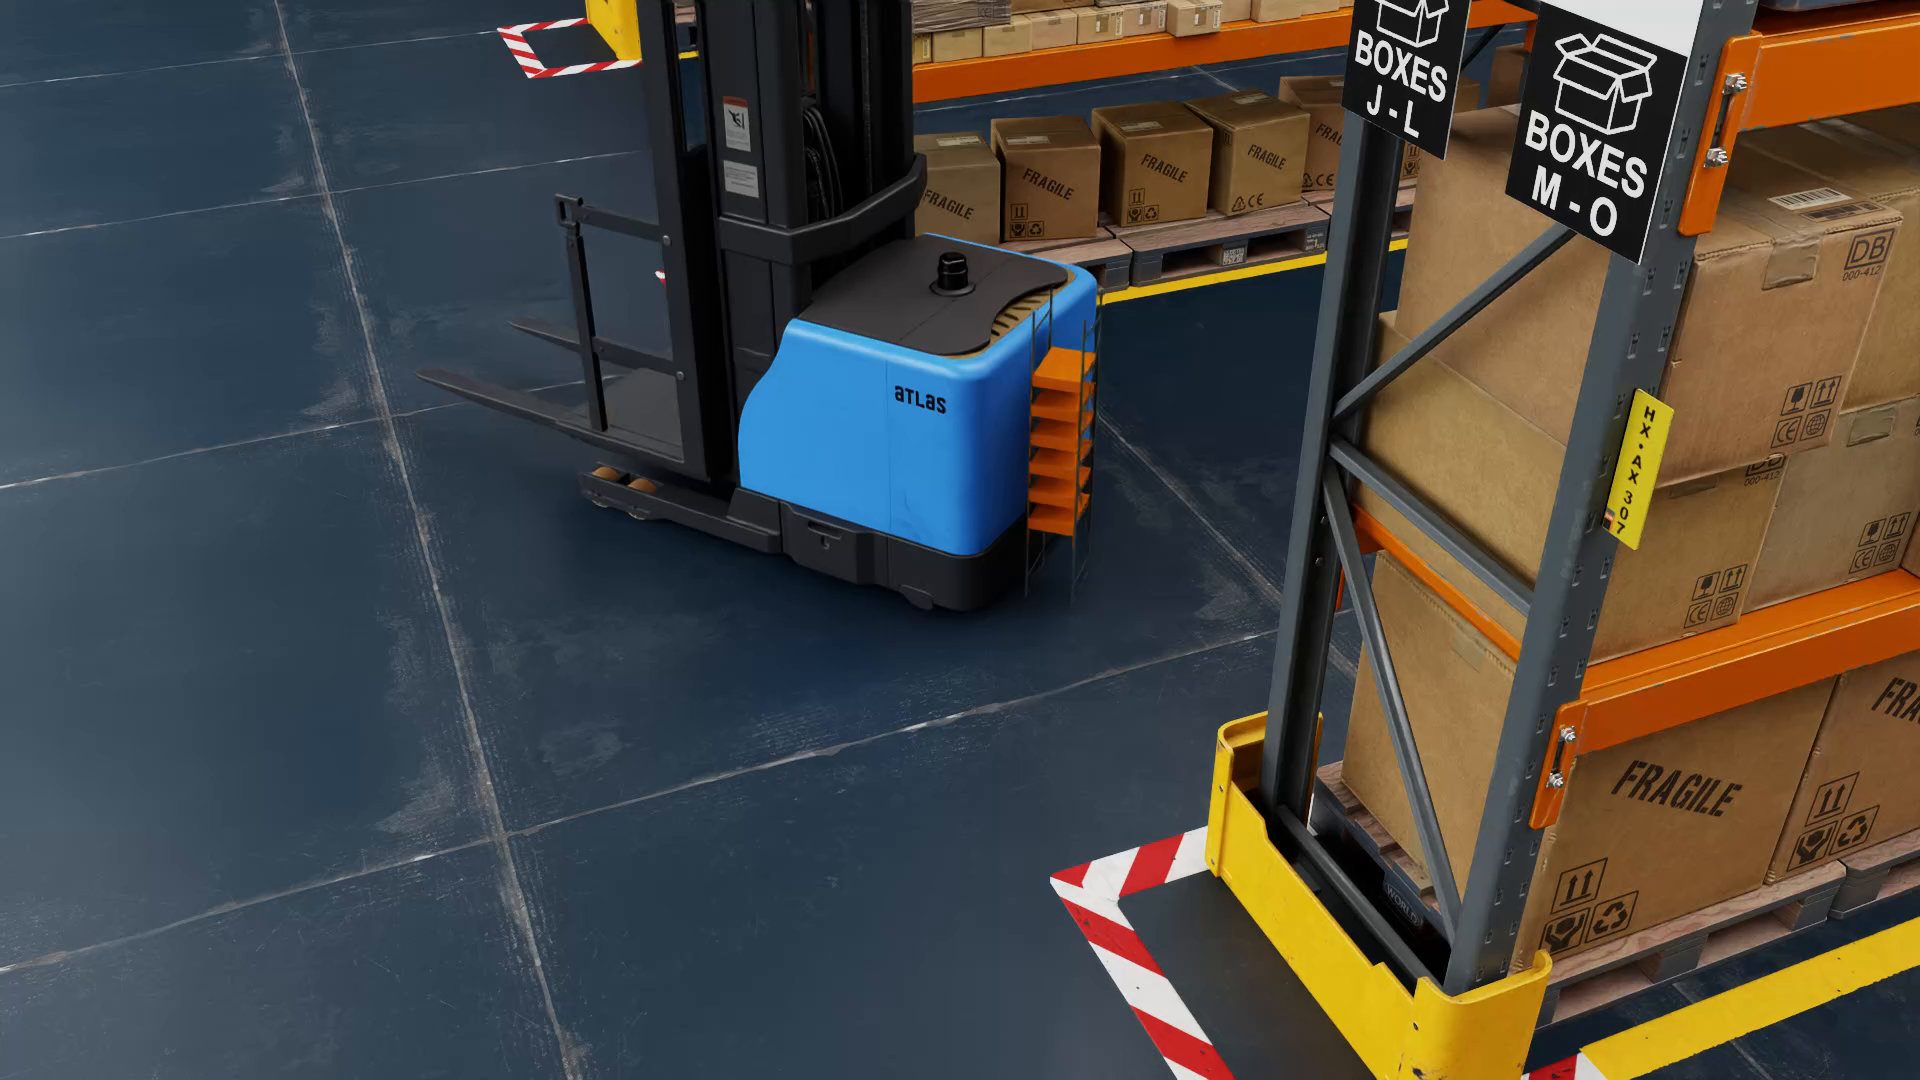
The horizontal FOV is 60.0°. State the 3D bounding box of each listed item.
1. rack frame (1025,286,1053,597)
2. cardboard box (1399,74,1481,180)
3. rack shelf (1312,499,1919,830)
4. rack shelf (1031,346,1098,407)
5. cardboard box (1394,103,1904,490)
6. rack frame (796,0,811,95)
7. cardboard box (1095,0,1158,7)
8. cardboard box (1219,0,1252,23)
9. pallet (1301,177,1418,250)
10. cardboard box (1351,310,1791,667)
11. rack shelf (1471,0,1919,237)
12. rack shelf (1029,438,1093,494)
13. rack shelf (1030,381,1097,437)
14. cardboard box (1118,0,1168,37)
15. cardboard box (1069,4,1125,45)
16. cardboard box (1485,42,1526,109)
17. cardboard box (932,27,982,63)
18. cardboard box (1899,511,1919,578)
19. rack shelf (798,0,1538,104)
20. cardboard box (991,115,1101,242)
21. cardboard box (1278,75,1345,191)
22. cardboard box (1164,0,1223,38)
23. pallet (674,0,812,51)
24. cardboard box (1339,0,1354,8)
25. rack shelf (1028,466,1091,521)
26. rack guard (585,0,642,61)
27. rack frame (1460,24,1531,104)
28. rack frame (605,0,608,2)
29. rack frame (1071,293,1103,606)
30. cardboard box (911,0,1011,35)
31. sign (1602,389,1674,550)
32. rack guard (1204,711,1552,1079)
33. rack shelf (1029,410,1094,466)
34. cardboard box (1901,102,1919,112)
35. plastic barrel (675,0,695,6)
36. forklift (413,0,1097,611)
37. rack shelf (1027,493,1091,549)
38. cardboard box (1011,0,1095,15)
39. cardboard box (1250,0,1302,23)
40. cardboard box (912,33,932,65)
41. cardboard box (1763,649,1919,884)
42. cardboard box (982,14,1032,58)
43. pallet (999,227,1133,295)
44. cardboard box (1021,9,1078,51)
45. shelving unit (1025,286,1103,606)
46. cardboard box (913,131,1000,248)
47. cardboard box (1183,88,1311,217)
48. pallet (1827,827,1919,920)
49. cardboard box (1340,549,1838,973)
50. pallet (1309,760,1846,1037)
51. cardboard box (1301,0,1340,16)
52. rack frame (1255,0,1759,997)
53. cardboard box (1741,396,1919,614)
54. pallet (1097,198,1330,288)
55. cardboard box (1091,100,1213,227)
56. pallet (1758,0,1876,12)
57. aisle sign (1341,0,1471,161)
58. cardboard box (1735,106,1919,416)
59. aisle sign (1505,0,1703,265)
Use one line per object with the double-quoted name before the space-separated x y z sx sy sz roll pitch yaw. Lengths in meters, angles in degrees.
"rack frame" 0.292 -0.345 6.180 0.006 1.200 0.240 11 35 16
"cardboard box" 2.630 -2.448 9.669 0.500 0.500 0.500 -14 36 -20
"rack shelf" 2.997 -0.145 4.882 4.000 0.370 1.077 -13 35 -19
"rack shelf" 0.379 -0.593 5.982 0.180 0.103 0.258 11 35 16
"cardboard box" 1.511 -0.598 3.792 0.550 0.550 0.875 -13 35 -19
"rack frame" -0.674 -2.539 7.903 0.127 3.000 1.000 -13 35 -19
"cardboard box" 0.737 -3.058 8.335 0.500 0.500 0.875 -13 35 -19
"cardboard box" 1.281 -2.762 8.475 0.250 0.149 0.380 -13 35 -19
"pallet" 2.409 -2.056 9.716 1.213 0.211 1.003 -13 35 -19
"cardboard box" 1.478 -0.188 4.151 0.550 0.550 0.875 -13 35 -19
"rack shelf" 2.997 -1.402 4.064 4.000 0.370 1.077 -13 35 -19
"rack shelf" 0.379 -0.291 6.179 0.180 0.103 0.258 11 35 16
"rack shelf" 0.379 -0.492 6.048 0.180 0.103 0.258 11 35 16
"cardboard box" 0.831 -2.642 8.290 0.250 0.149 0.380 -13 35 -19
"cardboard box" 0.611 -2.575 8.188 0.250 0.149 0.380 -13 35 -19
"cardboard box" 3.589 -2.639 9.945 0.500 0.500 0.700 -16 36 -23
"cardboard box" -0.081 -2.418 7.946 0.250 0.149 0.380 -13 35 -19
"cardboard box" 2.542 -0.370 4.431 0.550 0.550 0.875 -13 35 -19
"rack shelf" 1.171 -2.660 8.748 4.000 0.370 1.077 -13 35 -19
"cardboard box" 0.447 -1.935 8.880 0.500 0.500 0.500 -4 33 -6
"cardboard box" 2.105 -2.323 9.477 0.500 0.500 0.500 -2 33 -4
"cardboard box" 1.102 -2.642 8.291 0.250 0.149 0.380 -13 35 -19
"pallet" -1.788 -4.070 12.811 1.213 0.211 1.003 -13 35 -19
"cardboard box" 1.973 -2.920 8.717 0.250 0.149 0.380 -13 35 -19
"rack shelf" 0.379 -0.190 6.244 0.180 0.103 0.258 11 35 16
"rack guard" -2.539 -4.022 12.473 0.348 0.500 1.175 -13 35 -19
"rack frame" 3.015 -3.384 9.200 0.127 3.000 1.000 -13 35 -19
"rack frame" -2.591 -5.030 11.730 0.127 3.000 1.000 -13 35 -19
"rack frame" 0.465 -0.312 6.129 0.006 1.200 0.240 11 35 16
"cardboard box" -0.156 -2.808 7.951 0.500 0.500 0.875 -13 35 -19
"sign" 1.363 -0.140 3.348 0.005 0.325 0.100 -13 35 -19
"rack guard" 1.131 1.029 4.710 0.348 0.500 1.175 -13 35 -19
"rack shelf" 0.379 -0.392 6.113 0.180 0.103 0.258 11 35 16
"cardboard box" 2.551 -0.811 4.118 0.550 0.550 0.875 -13 35 -19
"plastic barrel" -2.014 -4.341 12.567 0.421 0.512 0.421 0 33 0
"forklift" -0.993 -1.542 6.432 3.031 2.935 1.130 18 37 25
"rack shelf" 0.379 -0.090 6.309 0.180 0.103 0.258 11 35 16
"cardboard box" 0.259 -2.974 8.206 0.500 0.500 0.875 -13 35 -19
"cardboard box" 1.541 -2.776 8.497 0.250 0.149 0.380 -13 35 -19
"cardboard box" -0.318 -2.374 7.879 0.250 0.149 0.380 -13 35 -19
"cardboard box" 2.564 0.327 5.060 0.875 0.875 0.875 -13 35 -20
"cardboard box" 0.156 -2.463 8.015 0.250 0.149 0.380 -13 35 -19
"pallet" 0.159 -1.540 8.924 1.213 0.211 1.003 -13 35 -19
"cardboard box" 0.378 -2.526 8.112 0.250 0.149 0.380 -13 35 -19
"shelving unit" 0.379 -0.328 6.154 0.189 1.200 0.258 11 35 16
"cardboard box" -0.091 -1.791 8.659 0.500 0.500 0.500 -7 34 -10
"cardboard box" 1.563 -2.153 9.215 0.500 0.500 0.500 -16 36 -23
"pallet" 2.984 0.681 5.510 1.213 0.211 1.003 -13 35 -19
"cardboard box" 1.753 0.514 4.773 0.875 0.875 0.875 -13 35 -19
"pallet" 1.860 0.937 5.117 1.213 0.211 1.003 -13 35 -19
"cardboard box" 1.758 -2.846 8.605 0.250 0.149 0.380 -13 35 -19
"rack frame" 1.153 -0.024 4.036 0.127 3.000 1.000 -13 35 -19
"cardboard box" 1.977 -0.315 4.346 0.550 0.550 0.875 -13 35 -19
"pallet" 1.282 -1.796 9.317 1.213 0.211 1.003 -13 35 -19
"cardboard box" 1.031 -2.057 9.068 0.500 0.500 0.500 -10 34 -14
"pallet" 1.833 -1.406 3.491 1.213 0.211 1.003 -13 35 -19
"aisle sign" 0.972 -1.250 3.536 0.004 0.787 0.394 -13 35 -19
"cardboard box" 1.982 -0.761 4.041 0.550 0.550 0.875 -13 35 -19
"aisle sign" 1.204 -0.948 3.073 0.004 0.787 0.394 -13 35 -19
